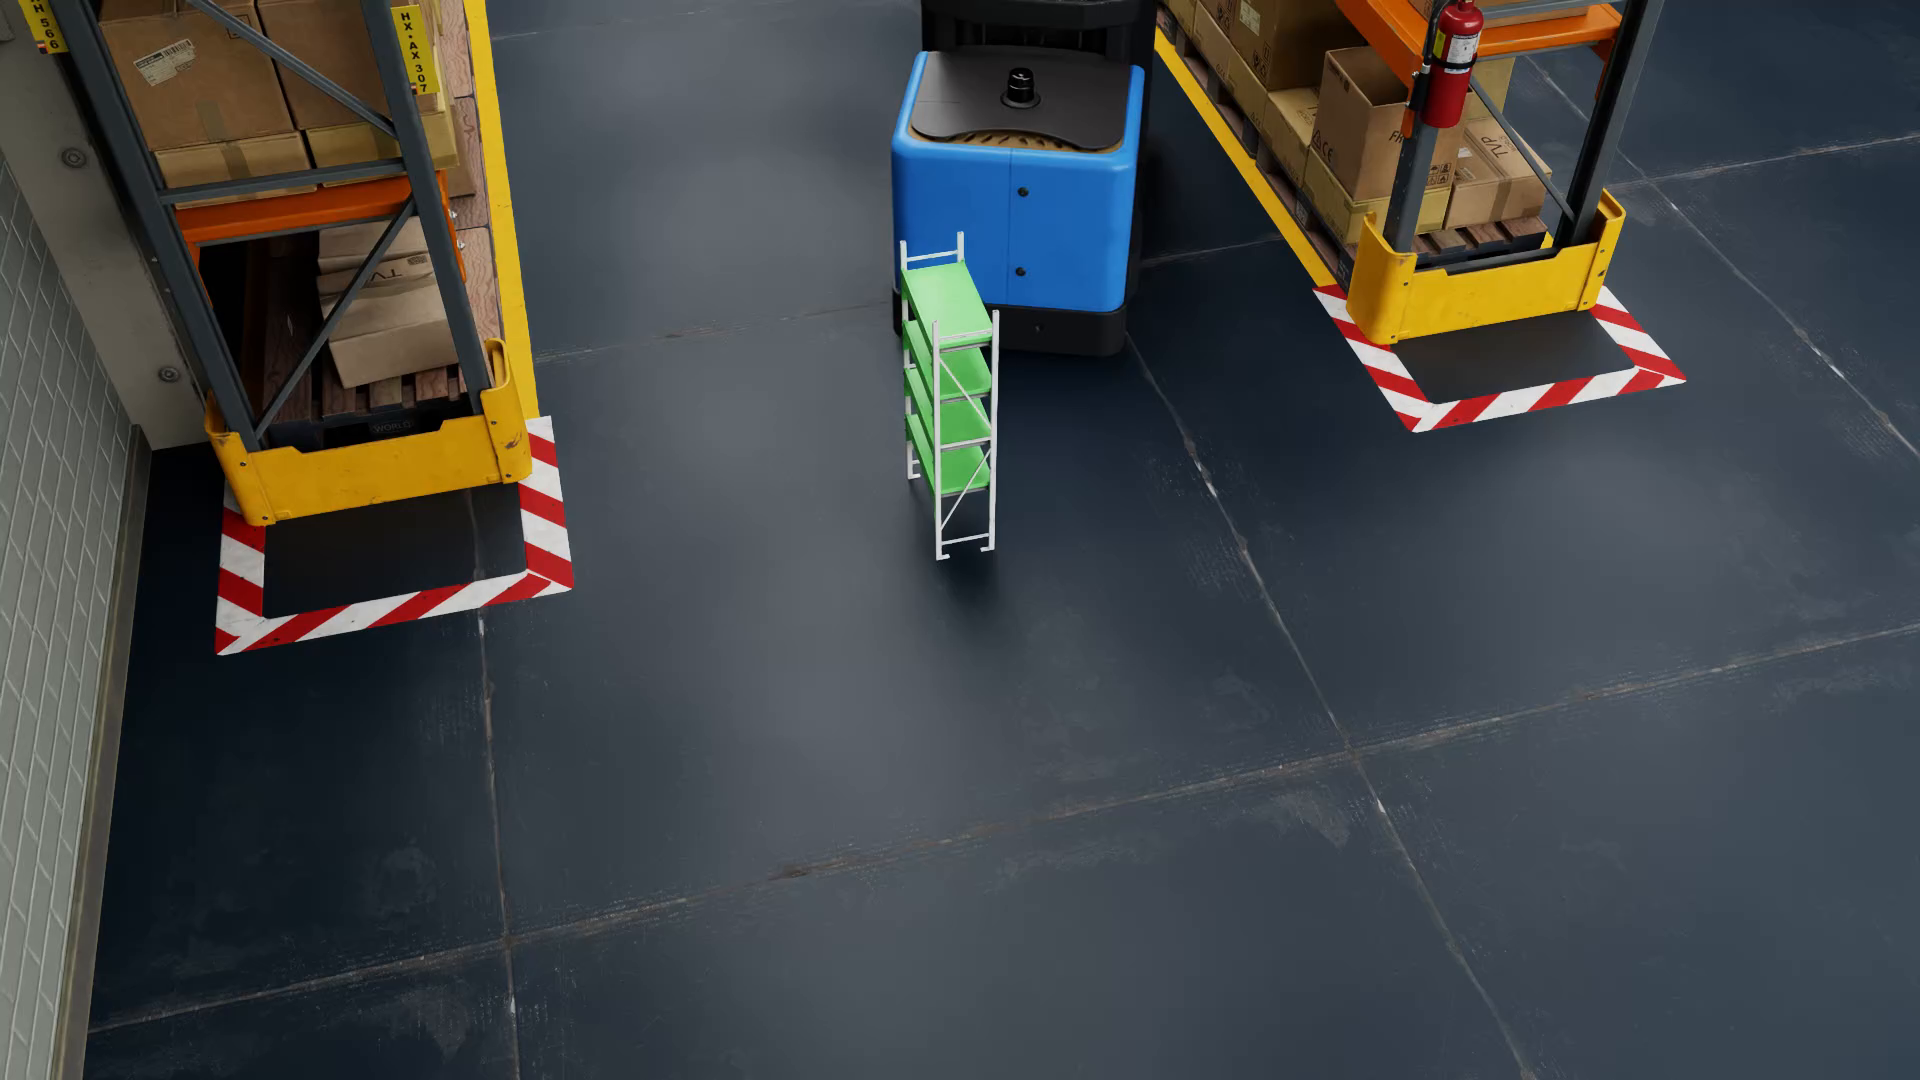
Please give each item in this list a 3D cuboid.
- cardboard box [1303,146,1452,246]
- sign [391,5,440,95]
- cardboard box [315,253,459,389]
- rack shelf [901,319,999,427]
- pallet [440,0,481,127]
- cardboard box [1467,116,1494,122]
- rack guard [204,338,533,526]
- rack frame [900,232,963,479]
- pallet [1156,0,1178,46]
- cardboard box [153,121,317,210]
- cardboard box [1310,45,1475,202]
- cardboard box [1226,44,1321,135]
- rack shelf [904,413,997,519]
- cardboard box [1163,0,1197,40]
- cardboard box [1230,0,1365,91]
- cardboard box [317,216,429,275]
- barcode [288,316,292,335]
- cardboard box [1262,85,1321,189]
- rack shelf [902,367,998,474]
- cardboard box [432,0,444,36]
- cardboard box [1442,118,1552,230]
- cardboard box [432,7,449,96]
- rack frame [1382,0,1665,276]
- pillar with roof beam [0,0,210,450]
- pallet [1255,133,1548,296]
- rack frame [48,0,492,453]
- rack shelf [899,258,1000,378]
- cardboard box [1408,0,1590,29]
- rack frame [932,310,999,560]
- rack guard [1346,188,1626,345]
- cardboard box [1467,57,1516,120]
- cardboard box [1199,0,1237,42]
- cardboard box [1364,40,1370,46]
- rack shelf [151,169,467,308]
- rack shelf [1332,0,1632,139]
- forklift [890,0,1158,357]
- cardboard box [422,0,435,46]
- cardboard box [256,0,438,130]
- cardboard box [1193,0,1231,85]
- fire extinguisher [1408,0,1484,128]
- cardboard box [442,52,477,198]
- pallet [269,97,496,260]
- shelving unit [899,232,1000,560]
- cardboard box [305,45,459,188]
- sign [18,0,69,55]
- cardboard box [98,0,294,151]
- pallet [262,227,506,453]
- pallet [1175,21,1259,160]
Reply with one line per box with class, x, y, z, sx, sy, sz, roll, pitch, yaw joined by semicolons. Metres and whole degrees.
cardboard box;1.979;-1.677;7.925;0.500;0.250;0.500;-11;47;-10
sign;-1.862;-1.671;5.681;0.100;0.325;0.005;-11;47;-10
cardboard box;-2.476;-0.975;7.180;0.500;0.311;0.500;-16;48;-15
rack shelf;-0.042;-0.658;6.308;0.258;0.148;0.480;-11;47;-10
pallet;-3.204;-2.597;9.147;1.003;0.211;1.213;-11;47;-10
cardboard box;2.348;-2.117;8.355;0.500;0.250;0.500;-11;47;-10
rack guard;-2.405;-0.446;6.837;1.175;0.500;0.348;-11;47;-10
rack frame;-0.105;-0.703;6.599;0.240;1.200;0.015;-11;47;-10
pallet;1.541;-3.405;9.940;1.003;0.211;1.213;-11;47;-10
cardboard box;-2.693;-1.510;6.221;0.500;0.250;0.500;-10;46;-10
cardboard box;1.977;-1.939;7.657;0.500;0.500;0.500;-11;47;-10
cardboard box;1.709;-2.365;8.599;0.500;0.250;0.500;-11;47;-10
rack shelf;-0.042;-0.322;6.651;0.258;0.148;0.480;-11;47;-10
cardboard box;1.449;-3.055;9.275;0.500;0.250;0.500;-11;47;-10
cardboard box;1.707;-2.627;8.331;0.500;0.500;0.500;-11;47;-10
cardboard box;-2.622;-1.369;7.566;0.500;0.311;0.500;-7;46;-7
barcode;-2.867;-0.918;7.117;0.001;0.075;0.075;-11;47;-10
cardboard box;1.839;-2.020;8.261;0.500;0.250;0.500;-11;47;-10
rack shelf;-0.042;-0.490;6.479;0.258;0.148;0.480;-11;47;-10
cardboard box;-2.475;-2.326;7.021;0.500;0.250;0.500;-11;47;-11
cardboard box;2.479;-1.772;8.018;0.500;0.250;0.500;-11;47;-10
cardboard box;-2.351;-1.974;6.675;0.500;0.250;0.500;-12;47;-12
rack frame;2.402;-2.177;6.783;1.000;3.000;0.127;-11;47;-10
pillar with roof beam;0.760;-4.480;4.840;9.100;9.000;0.400;-11;47;-10
pallet;2.165;-1.721;8.289;1.003;0.211;1.213;-11;47;-10
rack frame;-2.386;-1.268;5.893;1.000;3.000;0.127;-11;47;-10
rack shelf;-0.042;-0.825;6.136;0.258;0.148;0.480;-11;47;-10
cardboard box;2.294;-2.536;7.065;0.700;0.500;0.500;-11;47;-10
rack frame;0.020;-0.366;6.268;0.240;1.200;0.015;-11;47;-10
rack guard;2.408;-1.285;7.659;1.175;0.500;0.348;-11;47;-10
cardboard box;2.350;-2.379;8.088;0.500;0.500;0.500;-11;47;-10
cardboard box;1.580;-2.973;8.669;0.500;0.500;0.500;-11;47;-10
cardboard box;2.209;-2.722;8.424;0.500;0.500;0.500;-11;47;-10
rack shelf;-2.898;-2.397;7.503;1.077;0.370;4.000;-11;47;-10
rack shelf;1.890;-3.306;8.393;1.077;0.370;4.000;-11;47;-10
forklift;0.397;-2.907;7.547;1.130;2.935;3.031;5;46;5
cardboard box;-2.335;-2.213;6.384;0.500;0.500;0.500;-11;47;-10
cardboard box;-2.218;-1.870;6.048;0.500;0.500;0.500;-11;47;-10
cardboard box;1.583;-2.711;8.938;0.500;0.250;0.500;-11;47;-10
fire extinguisher;1.983;-1.983;6.647;0.296;0.674;0.183;-11;47;-10
cardboard box;-2.762;-1.951;8.004;0.700;0.500;0.500;-13;47;-13
pallet;-2.888;-1.753;8.320;1.003;0.211;1.213;-11;47;-10
shelving unit;-0.042;-0.534;6.433;0.258;1.200;0.503;-11;47;-10
cardboard box;-2.204;-1.618;6.326;0.500;0.250;0.500;-12;47;-11
sign;-2.928;-1.696;5.280;0.100;0.325;0.005;-11;47;-10
cardboard box;-2.712;-1.772;5.952;0.500;0.500;0.500;-11;47;-11
pallet;-2.579;-0.912;7.496;1.003;0.211;1.213;-11;47;-10
pallet;1.857;-2.562;9.112;1.003;0.211;1.213;-11;47;-10
